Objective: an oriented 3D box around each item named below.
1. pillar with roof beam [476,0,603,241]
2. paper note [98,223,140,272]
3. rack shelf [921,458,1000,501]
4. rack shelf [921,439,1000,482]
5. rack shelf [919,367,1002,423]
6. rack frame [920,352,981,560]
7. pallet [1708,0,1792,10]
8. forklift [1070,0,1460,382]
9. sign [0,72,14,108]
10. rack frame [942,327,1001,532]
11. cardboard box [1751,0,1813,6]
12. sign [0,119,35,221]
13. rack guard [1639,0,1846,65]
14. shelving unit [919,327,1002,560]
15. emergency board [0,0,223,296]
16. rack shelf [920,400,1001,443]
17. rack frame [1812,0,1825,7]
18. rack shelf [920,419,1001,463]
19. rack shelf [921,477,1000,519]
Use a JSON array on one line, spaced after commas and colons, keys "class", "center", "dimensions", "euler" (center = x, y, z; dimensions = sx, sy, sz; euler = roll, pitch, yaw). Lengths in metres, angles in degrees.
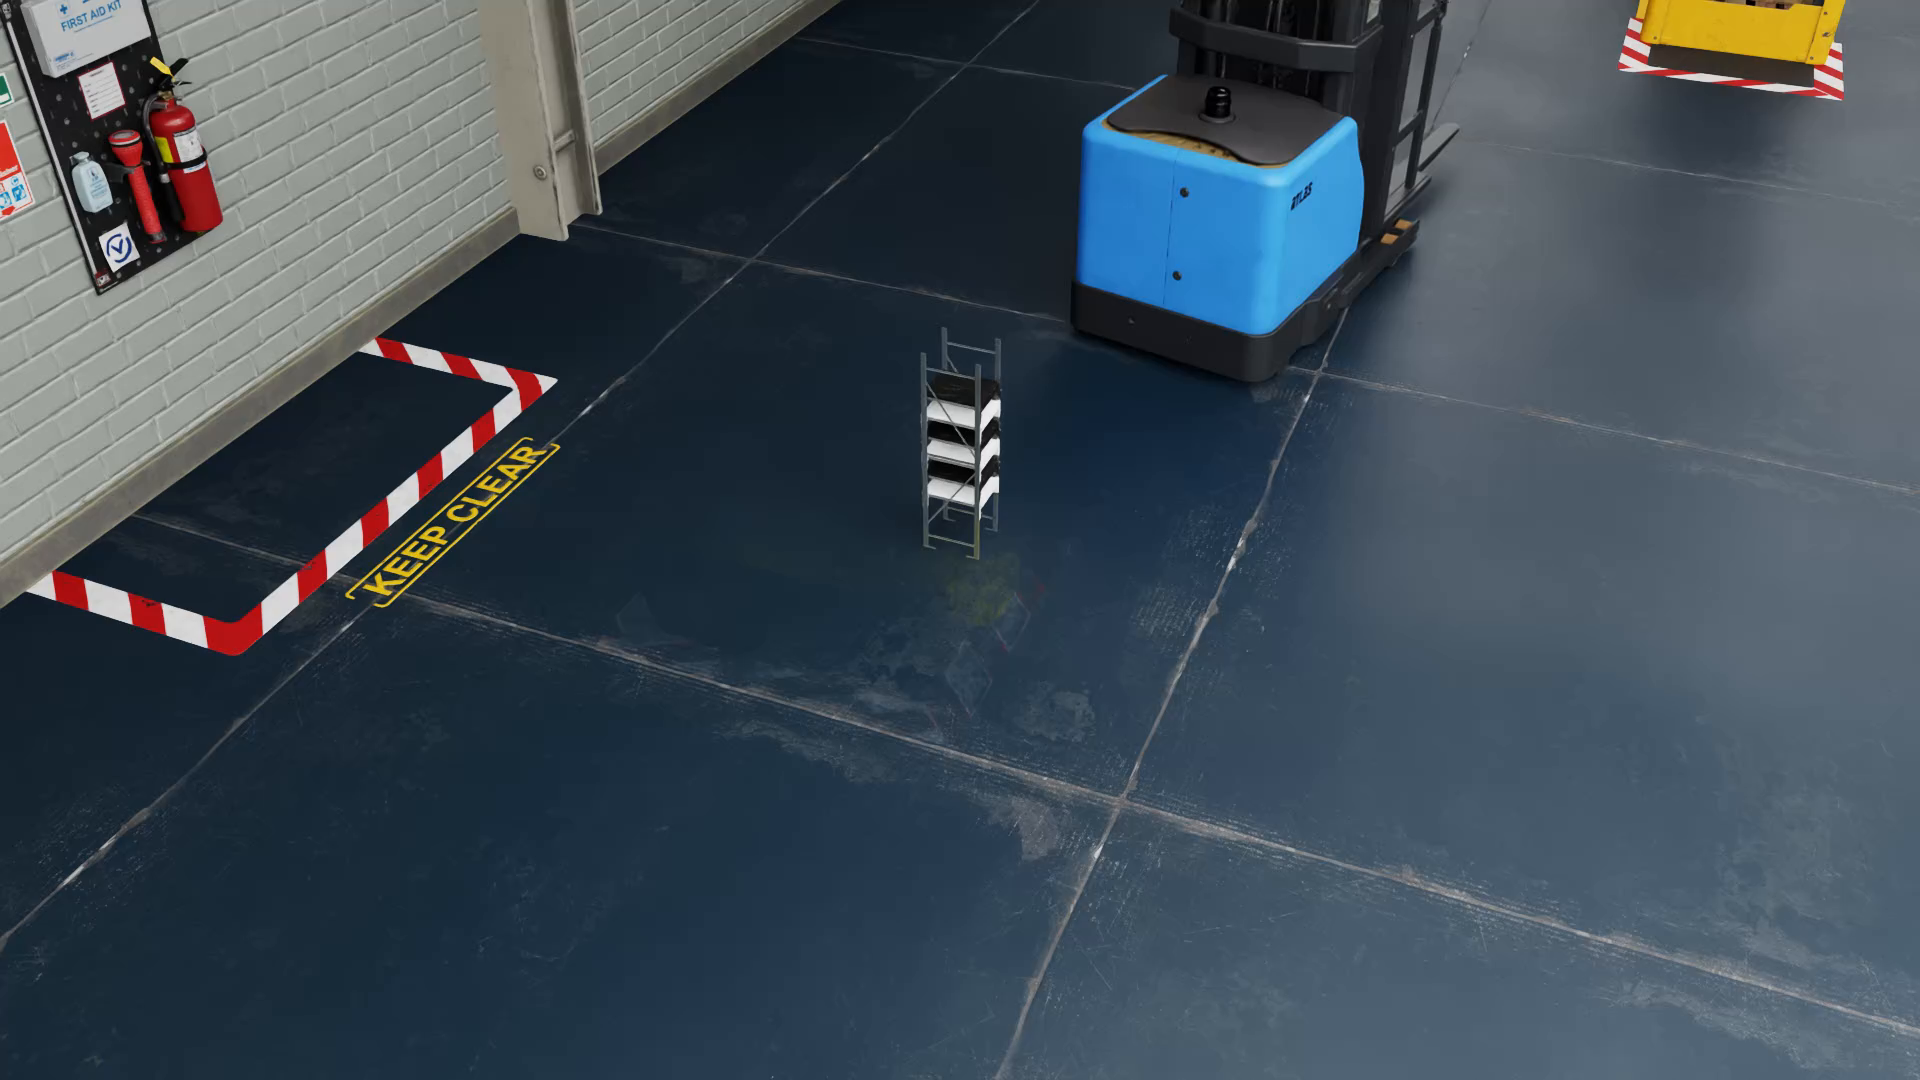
[{"class": "pillar with roof beam", "center": [1.796, -4.364, 5.072], "dimensions": [9.100, 9.000, 0.400], "euler": [14, 39, 18]}, {"class": "paper note", "center": [-3.292, -1.147, 6.514], "dimensions": [0.016, 0.148, 0.142], "euler": [14, 39, 18]}, {"class": "rack shelf", "center": [0.003, -0.266, 6.560], "dimensions": [0.258, 0.077, 0.200], "euler": [14, 39, 18]}, {"class": "rack shelf", "center": [0.003, -0.338, 6.507], "dimensions": [0.258, 0.077, 0.200], "euler": [14, 39, 18]}, {"class": "rack shelf", "center": [0.003, -0.555, 6.345], "dimensions": [0.258, 0.077, 0.200], "euler": [14, 39, 18]}, {"class": "rack frame", "center": [-0.036, -0.309, 6.411], "dimensions": [0.240, 0.900, 0.006], "euler": [14, 39, 18]}, {"class": "pallet", "center": [5.466, -3.868, 11.749], "dimensions": [1.003, 0.211, 1.213], "euler": [14, 39, 18]}, {"class": "forklift", "center": [1.764, -2.741, 7.968], "dimensions": [1.130, 2.935, 3.031], "euler": [22, 42, 26]}, {"class": "sign", "center": [-3.457, -1.526, 5.814], "dimensions": [0.001, 0.109, 0.331], "euler": [14, 39, 18]}, {"class": "rack frame", "center": [0.042, -0.421, 6.562], "dimensions": [0.240, 0.900, 0.006], "euler": [14, 39, 18]}, {"class": "cardboard box", "center": [5.623, -3.865, 11.362], "dimensions": [0.500, 0.250, 0.500], "euler": [14, 39, 18]}, {"class": "sign", "center": [-3.467, -1.313, 5.972], "dimensions": [0.001, 0.329, 0.234], "euler": [14, 39, 18]}, {"class": "rack guard", "center": [5.205, -3.538, 11.066], "dimensions": [1.175, 0.500, 0.348], "euler": [14, 39, 18]}, {"class": "shelving unit", "center": [0.003, -0.365, 6.487], "dimensions": [0.258, 0.900, 0.210], "euler": [14, 39, 18]}, {"class": "emergency board", "center": [-3.161, -1.582, 6.361], "dimensions": [0.194, 1.169, 0.643], "euler": [14, 39, 18]}, {"class": "rack shelf", "center": [0.003, -0.482, 6.399], "dimensions": [0.258, 0.077, 0.200], "euler": [14, 39, 18]}, {"class": "rack frame", "center": [5.214, -4.552, 10.335], "dimensions": [1.000, 3.000, 0.127], "euler": [14, 39, 18]}, {"class": "rack shelf", "center": [0.003, -0.410, 6.453], "dimensions": [0.258, 0.077, 0.200], "euler": [14, 39, 18]}, {"class": "rack shelf", "center": [0.003, -0.194, 6.614], "dimensions": [0.258, 0.077, 0.200], "euler": [14, 39, 18]}]
